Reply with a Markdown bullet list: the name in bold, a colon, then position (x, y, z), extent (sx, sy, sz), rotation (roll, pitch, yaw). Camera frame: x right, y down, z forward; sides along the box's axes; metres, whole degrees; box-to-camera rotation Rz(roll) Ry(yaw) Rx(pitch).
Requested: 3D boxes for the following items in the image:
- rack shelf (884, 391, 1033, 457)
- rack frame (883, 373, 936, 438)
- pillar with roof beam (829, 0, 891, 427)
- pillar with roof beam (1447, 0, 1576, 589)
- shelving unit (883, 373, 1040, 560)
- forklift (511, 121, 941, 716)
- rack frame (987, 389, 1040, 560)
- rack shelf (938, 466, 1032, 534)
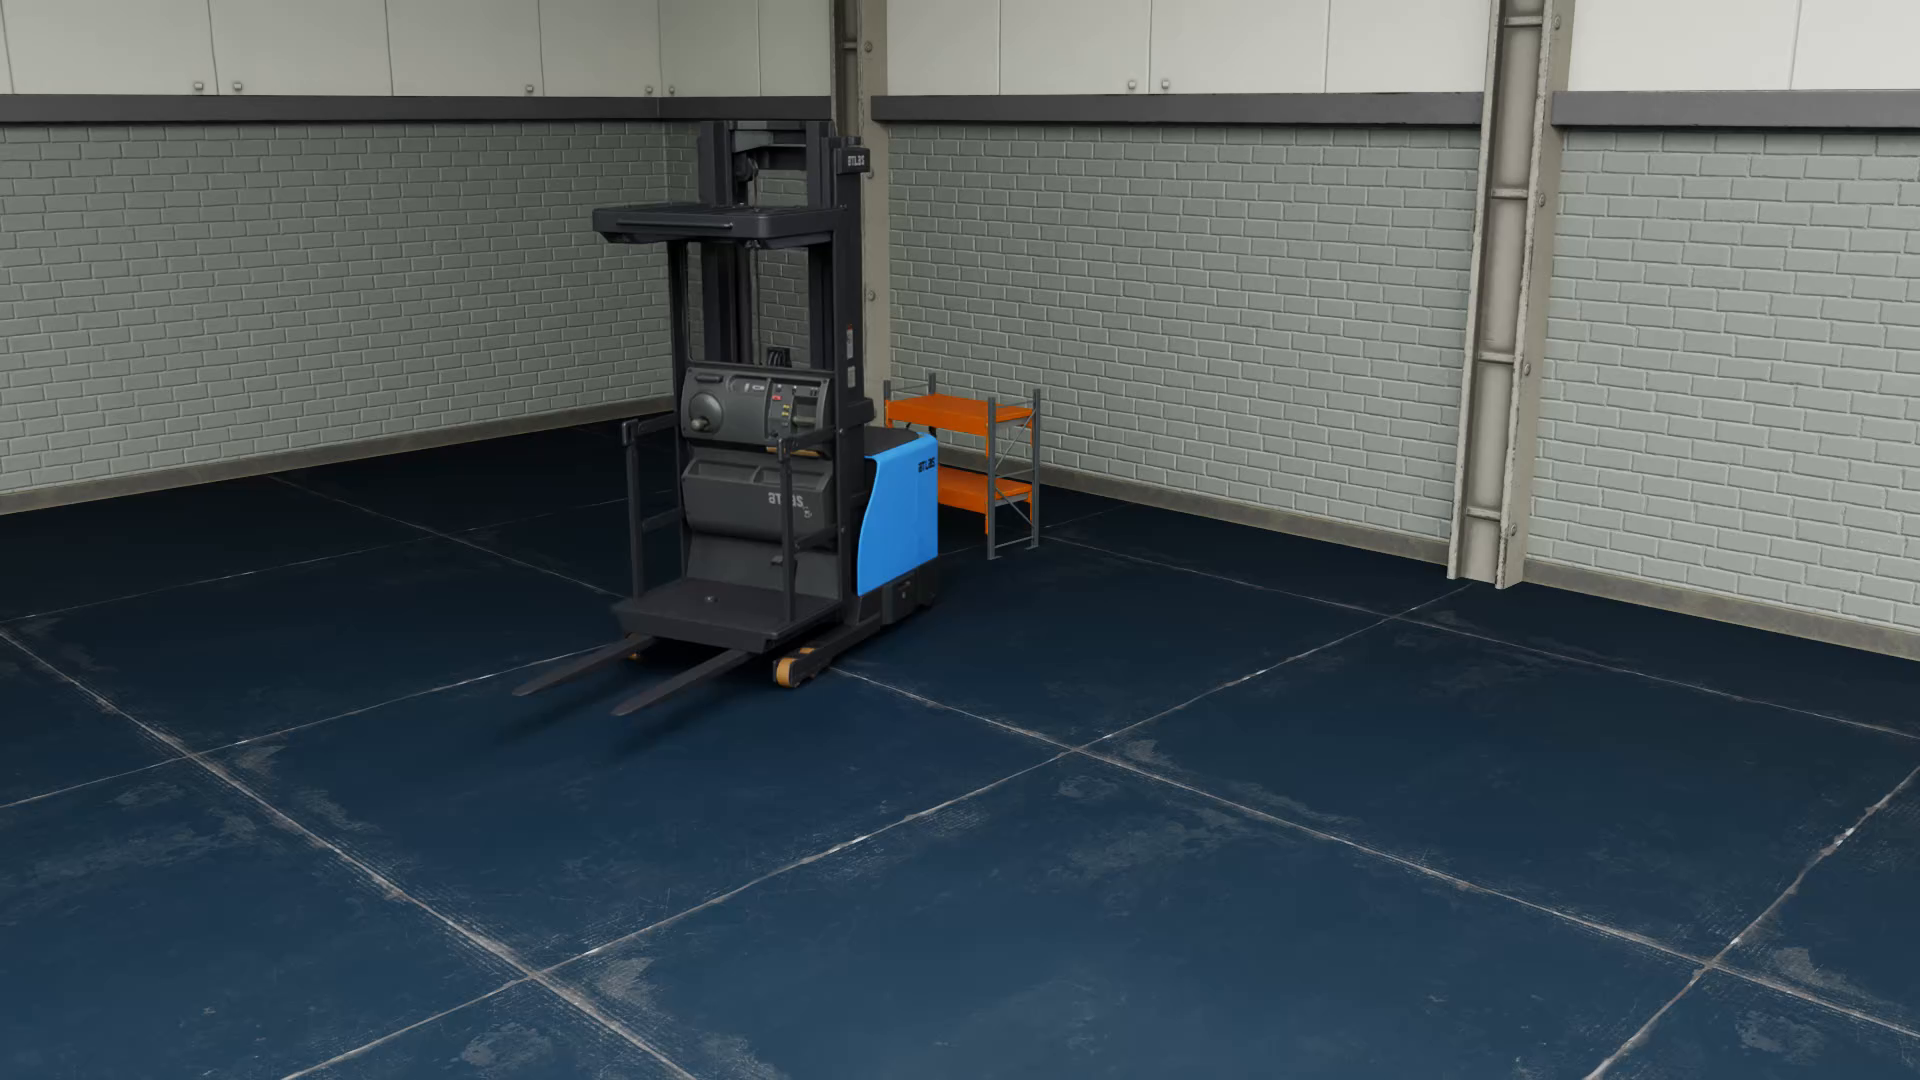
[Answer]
- **rack shelf**: position (0.005, -0.826, 11.712), extent (1.000, 0.278, 0.538), rotation (14, 20, 42)
- **rack frame**: position (-0.361, -0.632, 12.127), extent (0.032, 1.125, 0.500), rotation (14, 20, 42)
- **pillar with roof beam**: position (-3.848, -4.368, 10.848), extent (0.400, 9.000, 9.100), rotation (14, 20, 42)
- **pillar with roof beam**: position (0.471, -3.318, 6.818), extent (0.400, 9.000, 9.100), rotation (14, 20, 42)
- **shelving unit**: position (0.005, -0.543, 11.786), extent (1.048, 1.125, 0.538), rotation (14, 20, 42)
- **forklift**: position (-1.230, -0.752, 9.006), extent (1.130, 2.935, 3.031), rotation (7, 16, 26)
- **rack frame**: position (0.371, -0.454, 11.444), extent (0.032, 1.125, 0.500), rotation (14, 20, 42)
- **rack shelf**: position (0.005, -0.307, 11.847), extent (1.000, 0.278, 0.538), rotation (14, 20, 42)
